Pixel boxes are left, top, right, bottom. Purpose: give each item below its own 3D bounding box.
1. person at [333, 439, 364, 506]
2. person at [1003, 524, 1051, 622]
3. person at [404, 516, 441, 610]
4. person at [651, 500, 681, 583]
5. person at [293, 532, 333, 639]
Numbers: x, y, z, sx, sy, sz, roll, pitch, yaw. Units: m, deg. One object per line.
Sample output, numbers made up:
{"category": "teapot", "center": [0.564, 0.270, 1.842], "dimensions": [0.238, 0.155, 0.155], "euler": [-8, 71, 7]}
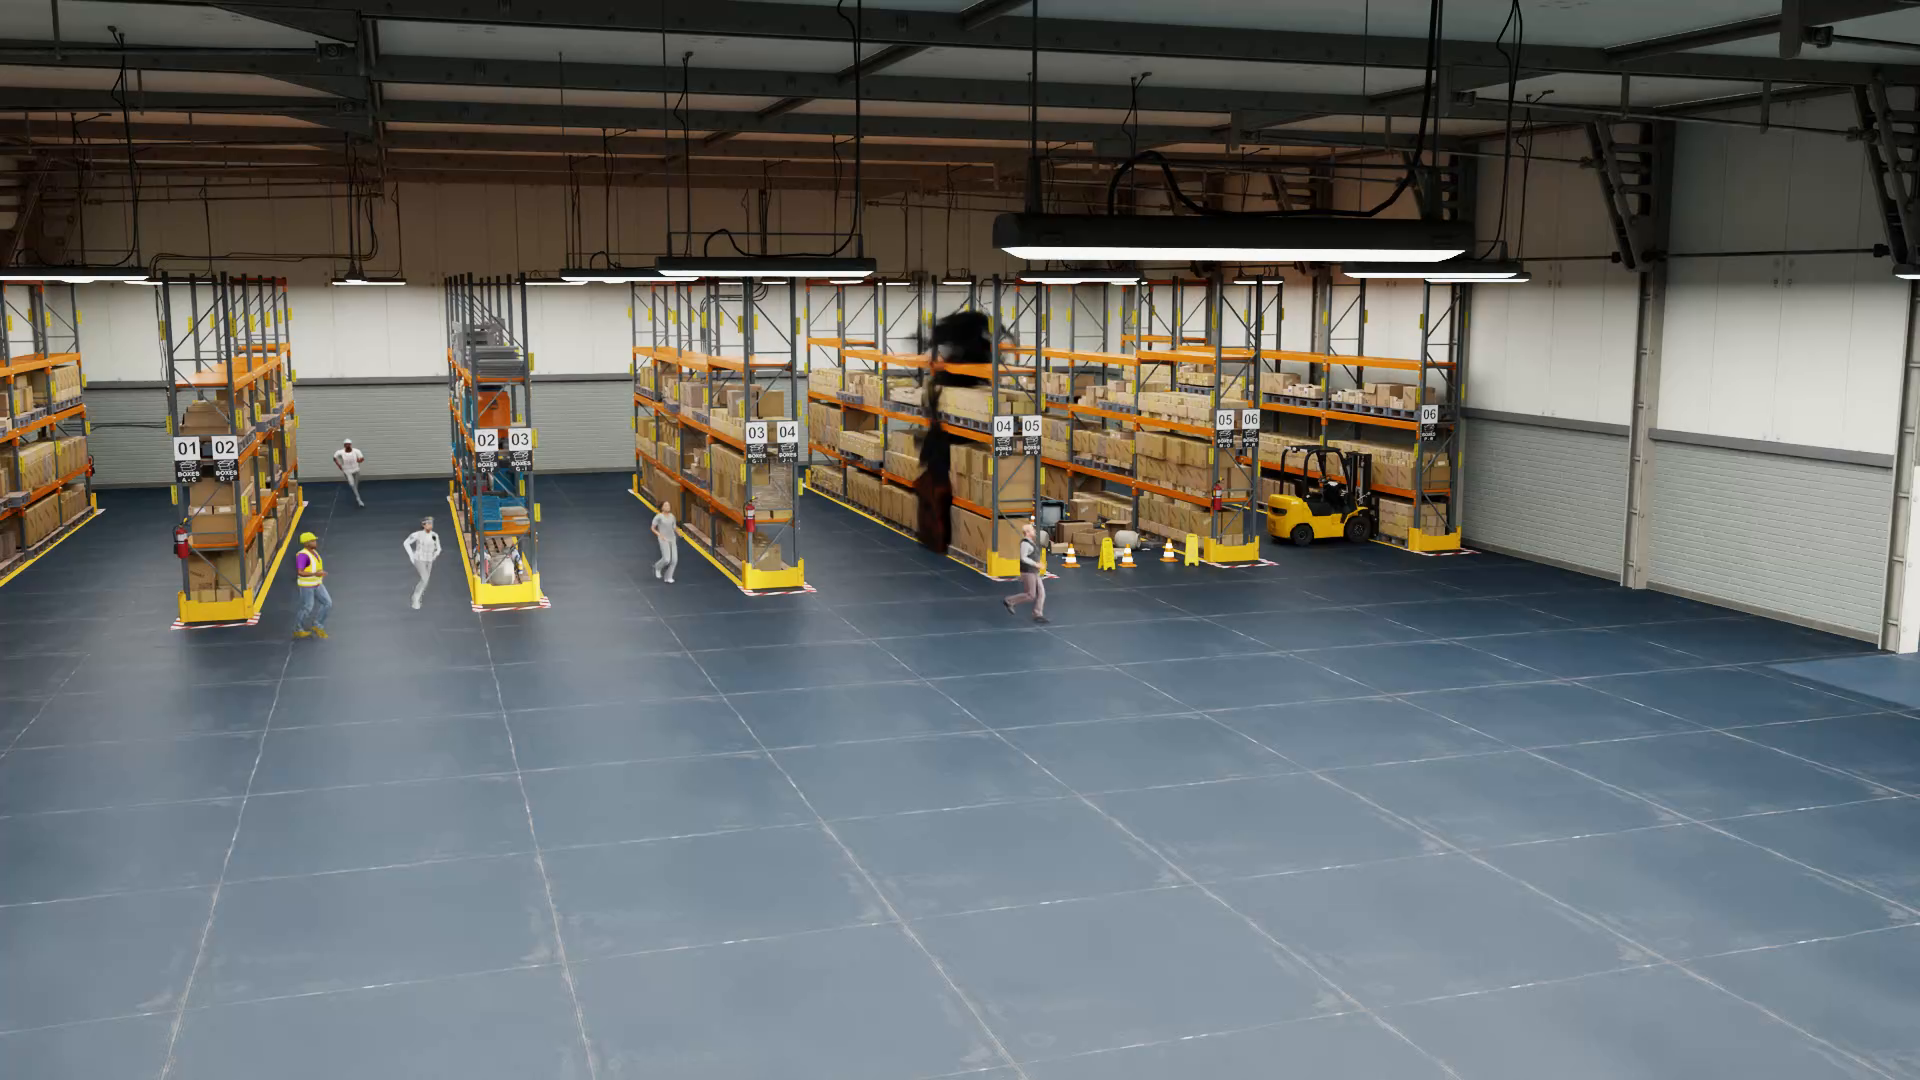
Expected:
{"category": "person", "center": [-16.139, -1.806, 44.044], "dimensions": [0.724, 1.757, 0.960], "euler": [-6, 11, -36]}
{"category": "person", "center": [1.164, 0.574, 28.712], "dimensions": [0.831, 1.707, 0.670], "euler": [2, 9, 12]}
{"category": "person", "center": [-9.641, 0.405, 29.981], "dimensions": [0.610, 1.667, 0.614], "euler": [8, 11, 41]}
{"category": "person", "center": [-5.743, 0.021, 32.557], "dimensions": [0.561, 1.619, 0.588], "euler": [-8, 11, -41]}
{"category": "person", "center": [-10.624, 0.769, 27.233], "dimensions": [0.731, 1.799, 0.686], "euler": [2, 9, 10]}
